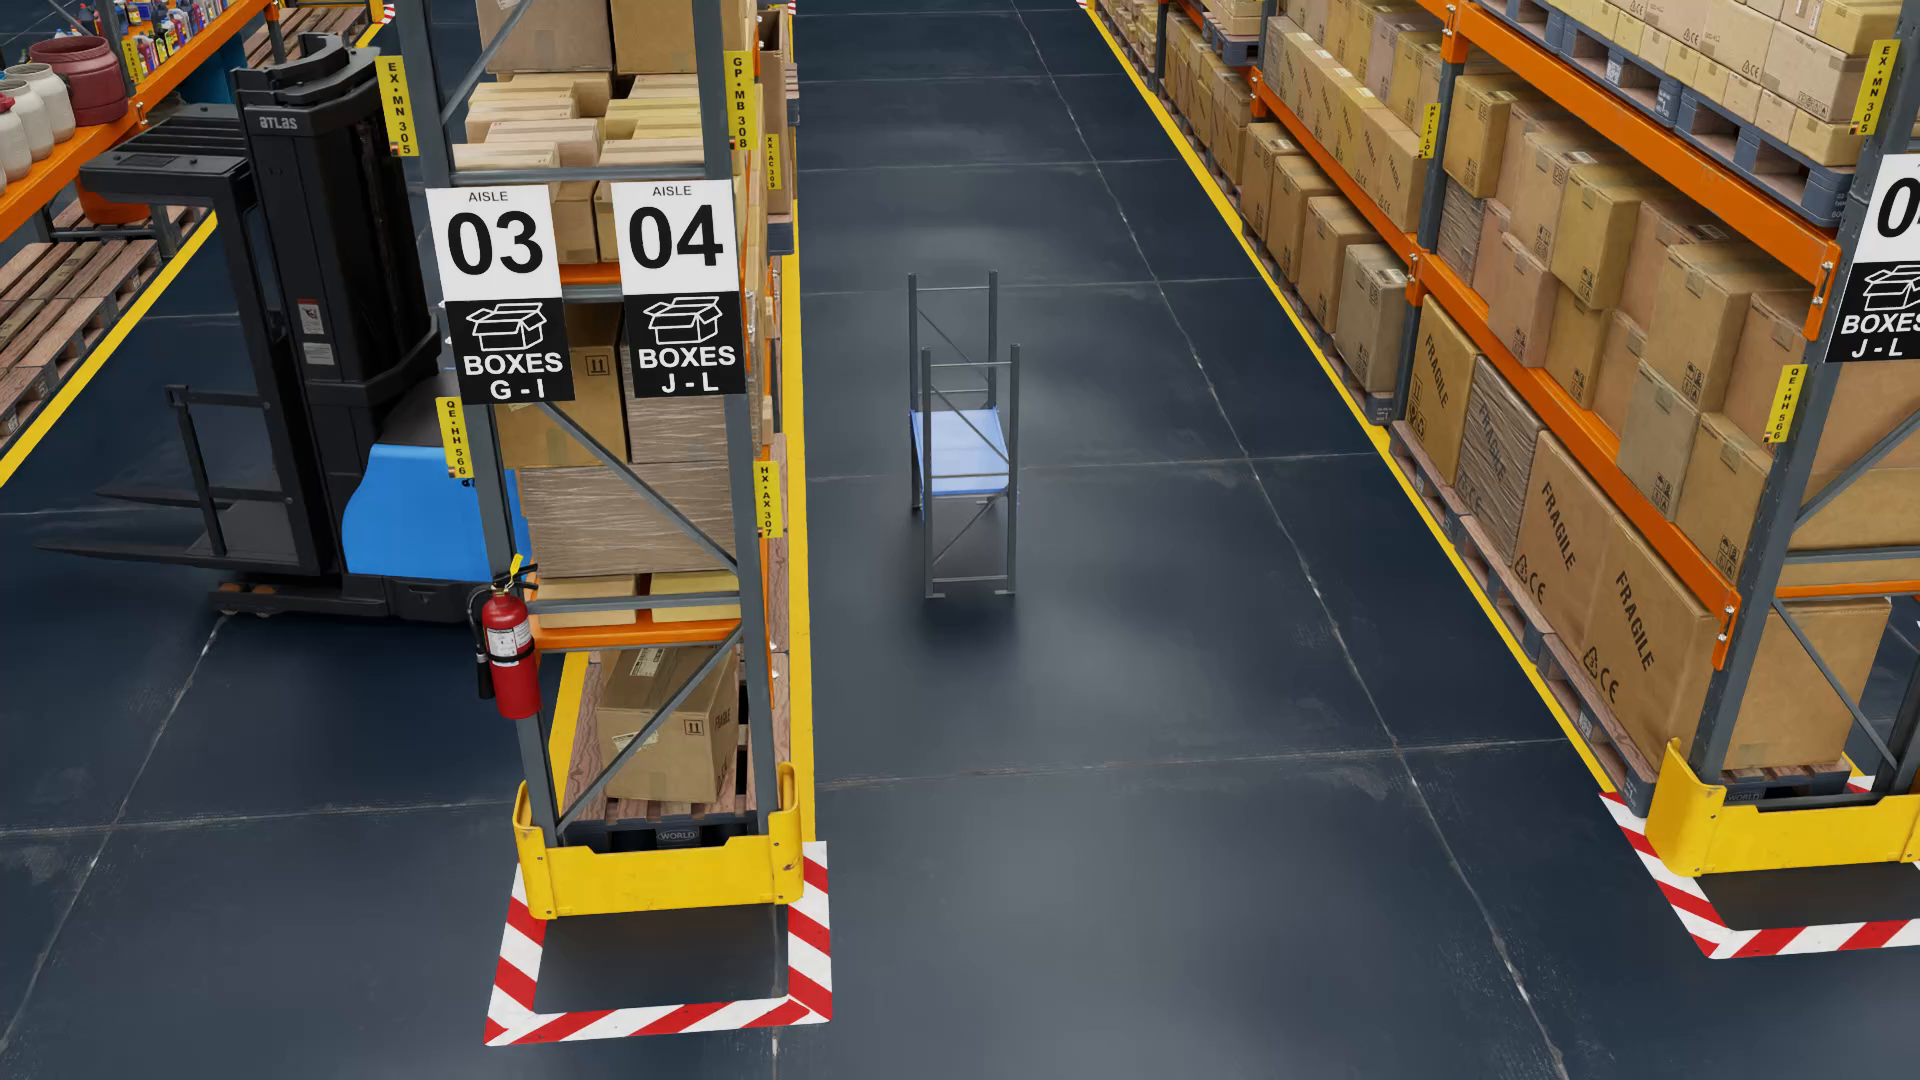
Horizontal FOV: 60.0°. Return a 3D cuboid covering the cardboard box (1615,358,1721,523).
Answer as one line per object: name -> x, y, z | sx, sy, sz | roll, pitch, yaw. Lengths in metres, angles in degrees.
cardboard box -> 3.532, -0.469, 7.464 | 0.875, 0.550, 0.550 | -3, 31, -5

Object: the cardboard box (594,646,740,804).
cardboard box -> -1.304, 0.821, 7.478 | 0.500, 0.500, 0.500 | 3, 31, 5

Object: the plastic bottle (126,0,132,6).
plastic bottle -> -7.564, -4.861, 15.083 | 0.152, 0.276, 0.135 | -3, 31, -5

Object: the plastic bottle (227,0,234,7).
plastic bottle -> -6.903, -5.166, 15.522 | 0.144, 0.351, 0.185 | -3, 31, -5

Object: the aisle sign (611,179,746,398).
aisle sign -> -0.958, -0.851, 5.714 | 0.394, 0.787, 0.004 | -3, 31, -5

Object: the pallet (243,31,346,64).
pallet -> -7.539, -5.442, 18.655 | 1.003, 0.211, 1.213 | -3, 31, -5

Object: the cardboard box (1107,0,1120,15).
cardboard box -> 1.971, -6.388, 19.891 | 0.380, 0.149, 0.250 | -2, 31, -4

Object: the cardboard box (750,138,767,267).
cardboard box -> -1.226, -1.667, 8.253 | 0.500, 0.500, 0.500 | -3, 31, -5

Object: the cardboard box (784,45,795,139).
cardboard box -> -2.129, -3.913, 15.039 | 1.225, 0.875, 0.875 | -3, 31, -4

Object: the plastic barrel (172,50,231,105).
plastic barrel -> -7.215, -4.280, 15.628 | 0.600, 0.901, 0.708 | -3, 31, -5

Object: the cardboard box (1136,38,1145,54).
cardboard box -> 2.158, -5.473, 18.359 | 0.380, 0.149, 0.250 | -4, 31, -6

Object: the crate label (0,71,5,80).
crate label -> -7.118, -3.094, 11.970 | 0.502, 0.435, 0.616 | -3, 31, -5

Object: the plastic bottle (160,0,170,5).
plastic bottle -> -7.494, -5.130, 15.607 | 0.097, 0.201, 0.097 | 0, 31, 0

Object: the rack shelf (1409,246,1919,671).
rack shelf -> 3.498, -0.650, 8.615 | 1.077, 0.370, 4.000 | -3, 31, -5

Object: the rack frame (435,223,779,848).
rack frame -> -1.262, 0.248, 6.409 | 1.000, 3.000, 0.127 | -3, 31, -5

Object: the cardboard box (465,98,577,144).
cardboard box -> -1.641, -1.546, 6.246 | 0.380, 0.149, 0.250 | -4, 31, -7

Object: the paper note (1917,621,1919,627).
paper note -> 5.233, 0.477, 8.923 | 0.144, 0.017, 0.142 | 8, 32, 13

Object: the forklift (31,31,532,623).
forklift -> -3.638, -1.106, 8.744 | 3.031, 2.935, 1.130 | 4, 31, 6

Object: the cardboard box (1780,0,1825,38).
cardboard box -> 3.294, -1.967, 6.152 | 0.380, 0.149, 0.250 | -3, 31, -4

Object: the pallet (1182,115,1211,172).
pallet -> 2.755, -3.846, 15.982 | 1.003, 0.211, 1.213 | -3, 31, -5

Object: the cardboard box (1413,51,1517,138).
cardboard box -> 3.259, -2.705, 10.282 | 0.700, 0.500, 0.500 | -3, 31, -5

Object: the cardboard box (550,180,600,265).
cardboard box -> -1.560, -1.209, 6.070 | 0.500, 0.250, 0.500 | -2, 31, -3

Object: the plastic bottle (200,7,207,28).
plastic bottle -> -6.803, -4.681, 14.856 | 0.097, 0.201, 0.097 | 0, 31, 0

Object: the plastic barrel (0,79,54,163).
plastic barrel -> -6.593, -2.917, 11.599 | 0.421, 0.512, 0.421 | 0, 31, 0

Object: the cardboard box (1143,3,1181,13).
cardboard box -> 2.231, -5.837, 18.387 | 0.380, 0.149, 0.250 | -2, 31, -3

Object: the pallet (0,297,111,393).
pallet -> -6.797, -1.383, 11.859 | 1.003, 0.211, 1.213 | -3, 31, -5

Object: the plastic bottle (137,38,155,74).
plastic bottle -> -6.645, -3.955, 13.560 | 0.061, 0.283, 0.133 | -3, 31, -5

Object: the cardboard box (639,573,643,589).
cardboard box -> -1.517, 0.093, 6.915 | 0.380, 0.149, 0.250 | -3, 31, -5

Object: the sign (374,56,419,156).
sign -> -1.817, -1.403, 5.386 | 0.100, 0.325, 0.005 | -3, 31, -5

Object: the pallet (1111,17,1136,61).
pallet -> 2.349, -5.833, 19.309 | 1.003, 0.211, 1.213 | -3, 31, -5

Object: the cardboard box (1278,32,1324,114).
cardboard box -> 2.761, -3.564, 12.693 | 0.500, 0.500, 0.500 | -3, 31, -5

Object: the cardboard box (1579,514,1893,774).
cardboard box -> 3.556, 0.451, 7.732 | 0.875, 0.875, 0.875 | -3, 31, -4

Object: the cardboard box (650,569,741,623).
cardboard box -> -1.052, 0.199, 6.737 | 0.380, 0.149, 0.250 | -3, 31, -5

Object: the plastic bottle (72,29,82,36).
plastic bottle -> -7.482, -4.225, 14.092 | 0.097, 0.201, 0.097 | 0, 31, 0

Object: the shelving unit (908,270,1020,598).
shelving unit -> 0.008, -0.600, 9.292 | 0.538, 1.500, 1.048 | -3, 31, -5

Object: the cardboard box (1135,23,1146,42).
cardboard box -> 2.138, -5.568, 18.227 | 0.380, 0.149, 0.250 | -4, 31, -6

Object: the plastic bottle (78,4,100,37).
plastic bottle -> -7.484, -4.431, 14.291 | 0.144, 0.351, 0.185 | -3, 31, -5

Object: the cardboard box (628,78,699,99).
cardboard box -> -1.087, -1.701, 6.504 | 0.380, 0.149, 0.250 | -2, 31, -3

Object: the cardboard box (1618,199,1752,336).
cardboard box -> 3.629, -1.226, 7.678 | 0.875, 0.550, 0.550 | -3, 31, -5

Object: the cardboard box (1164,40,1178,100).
cardboard box -> 2.369, -4.782, 16.858 | 0.500, 0.500, 0.500 | -2, 31, -3

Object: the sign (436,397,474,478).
sign -> -1.817, -0.368, 6.004 | 0.100, 0.325, 0.005 | -3, 31, -5

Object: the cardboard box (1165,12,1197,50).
cardboard box -> 2.370, -5.104, 16.666 | 0.500, 0.250, 0.500 | -4, 31, -7

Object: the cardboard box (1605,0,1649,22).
cardboard box -> 3.223, -2.518, 7.464 | 0.500, 0.250, 0.500 | -2, 31, -4

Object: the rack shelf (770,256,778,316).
rack shelf -> -1.823, -2.506, 11.722 | 1.077, 0.370, 4.000 | -3, 31, -5

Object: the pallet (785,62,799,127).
pallet -> -1.837, -3.395, 12.696 | 1.213, 0.211, 1.003 | -3, 31, -5

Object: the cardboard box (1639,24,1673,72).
cardboard box -> 3.199, -2.143, 7.226 | 0.380, 0.149, 0.250 | -3, 31, -4

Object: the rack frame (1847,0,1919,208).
rack frame -> 3.685, -2.513, 5.182 | 1.000, 3.000, 0.127 | -3, 31, -5

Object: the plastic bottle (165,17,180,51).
plastic bottle -> -6.730, -4.312, 14.170 | 0.097, 0.271, 0.097 | 0, 31, 0

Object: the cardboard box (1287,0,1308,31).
cardboard box -> 2.970, -4.265, 12.892 | 0.700, 0.500, 0.500 | -3, 31, -5

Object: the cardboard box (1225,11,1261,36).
cardboard box -> 2.434, -4.325, 13.900 | 0.380, 0.149, 0.250 | -2, 31, -4
